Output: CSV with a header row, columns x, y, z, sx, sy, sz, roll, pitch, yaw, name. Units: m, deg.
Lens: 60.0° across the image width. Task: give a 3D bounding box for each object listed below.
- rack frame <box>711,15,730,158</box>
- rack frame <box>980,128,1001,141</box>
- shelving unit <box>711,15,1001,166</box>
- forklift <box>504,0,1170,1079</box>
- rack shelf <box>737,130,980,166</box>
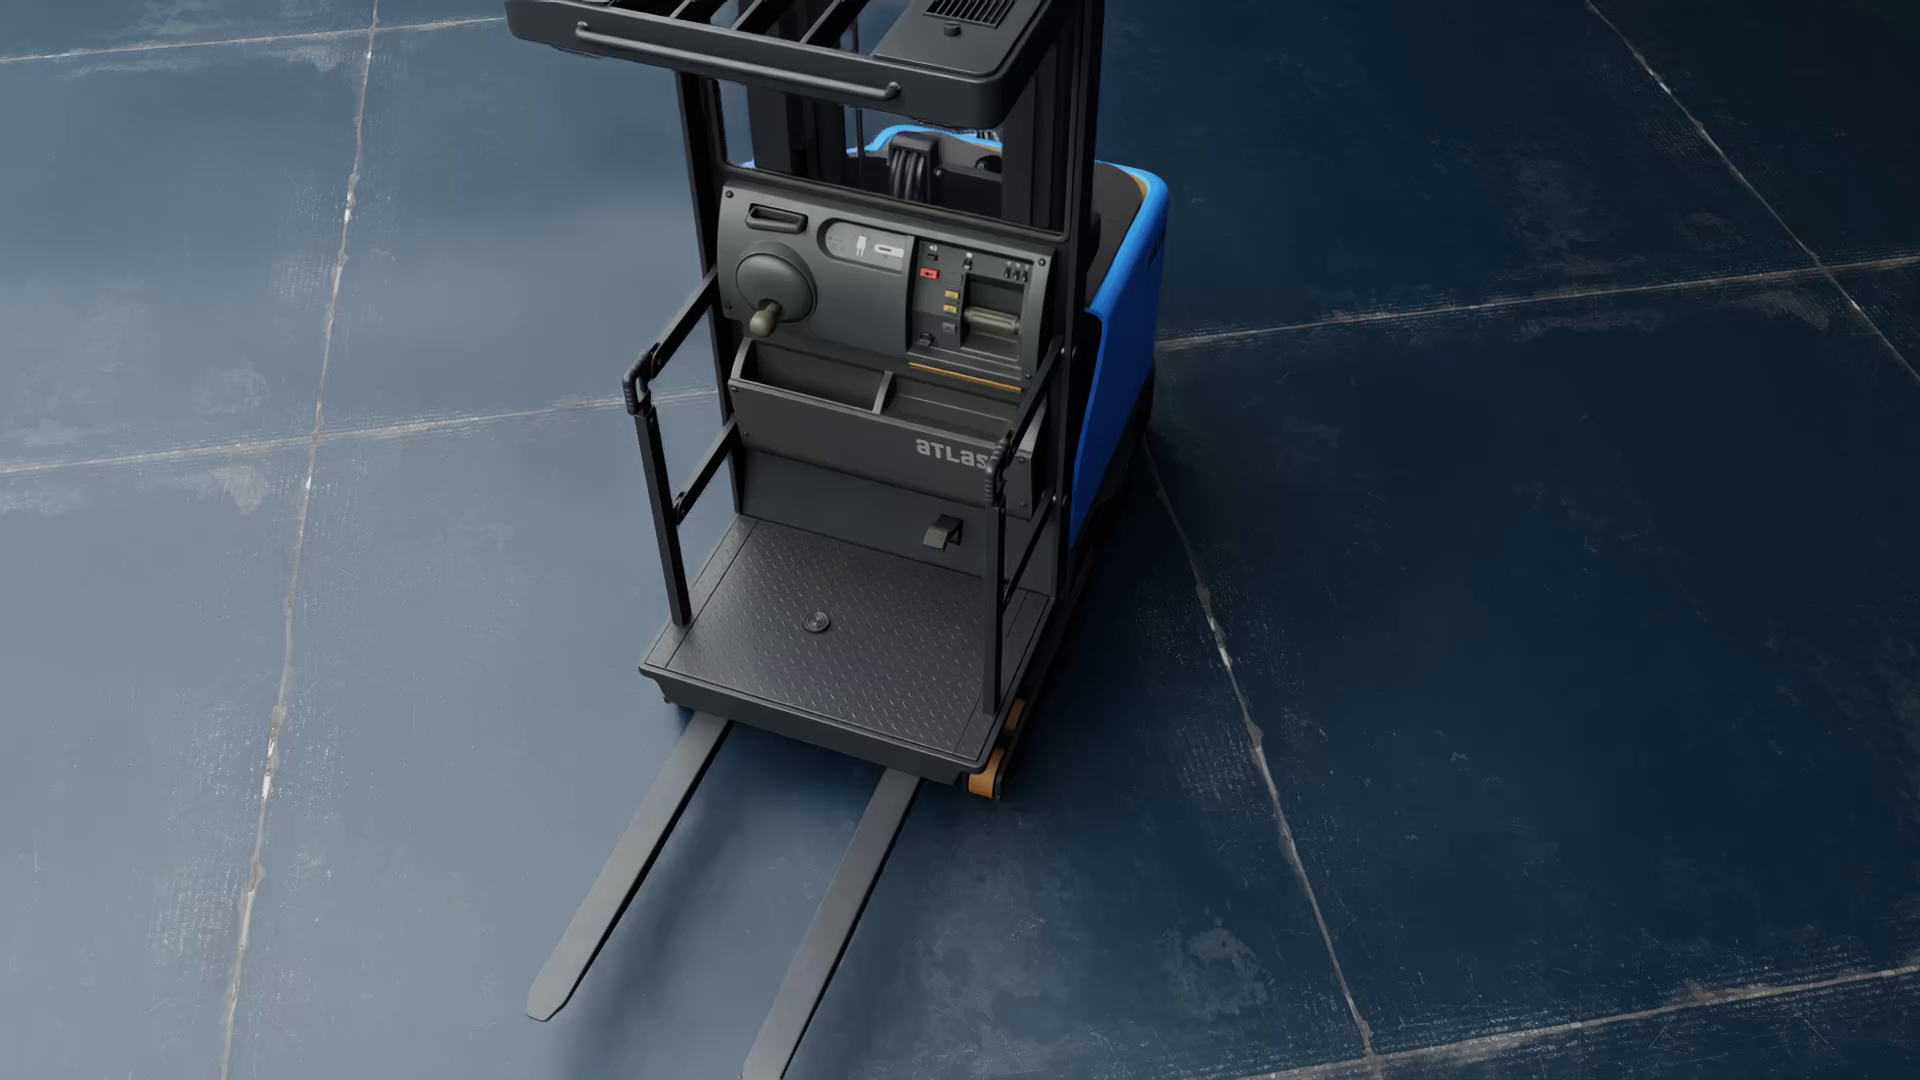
x,y,z,sx,sy,sz,roll,pitch,yaw,name
-0.846,-1.291,5.953,0.032,1.500,0.500,-9,47,-9,rack frame
0.145,-1.456,6.111,0.032,1.500,0.500,-9,47,-9,rack frame
-0.350,-1.373,6.032,1.048,1.500,0.538,-9,47,-9,shelving unit
-0.284,-0.586,4.279,1.130,2.935,3.031,15,48,14,forklift
-0.350,-1.249,6.161,1.000,0.185,0.538,-9,47,-9,rack shelf
